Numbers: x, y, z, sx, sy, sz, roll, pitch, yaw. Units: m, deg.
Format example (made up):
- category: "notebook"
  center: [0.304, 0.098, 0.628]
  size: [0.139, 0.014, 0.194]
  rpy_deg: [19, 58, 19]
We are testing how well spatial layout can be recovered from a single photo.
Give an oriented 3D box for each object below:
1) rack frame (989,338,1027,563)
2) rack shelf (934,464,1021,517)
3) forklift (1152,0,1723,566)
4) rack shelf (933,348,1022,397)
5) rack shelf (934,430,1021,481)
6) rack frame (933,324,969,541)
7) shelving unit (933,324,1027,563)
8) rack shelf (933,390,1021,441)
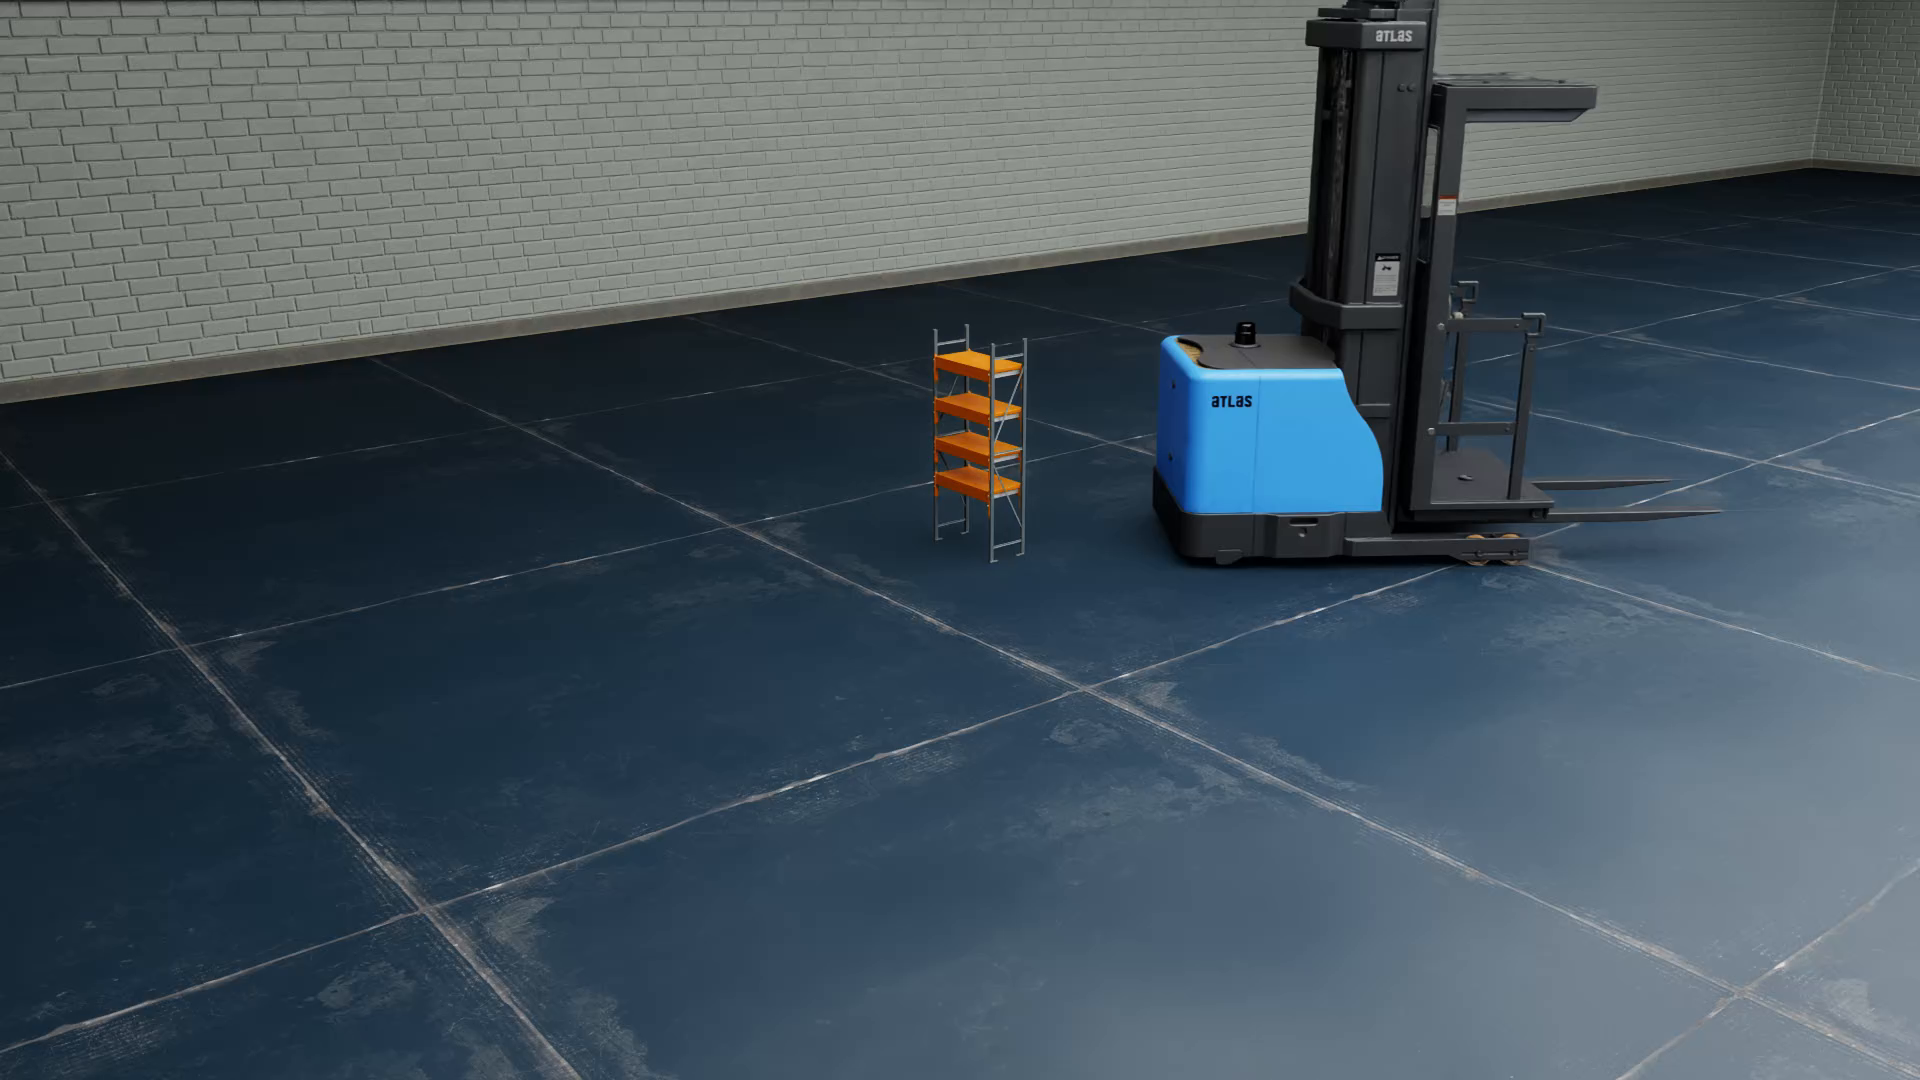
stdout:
- category: "rack frame"
  center: [0.254, -0.469, 8.869]
  size: [0.240, 1.200, 0.015]
  rpy_deg: [-14, 23, -36]
- category: "rack shelf"
  center: [0.103, -0.276, 9.134]
  size: [0.258, 0.148, 0.480]
  rpy_deg: [-14, 23, -36]
- category: "forklift"
  center: [2.663, -1.417, 8.980]
  size: [3.031, 2.935, 1.130]
  rpy_deg: [-1, 18, -3]
- category: "rack shelf"
  center: [0.103, -0.902, 8.927]
  size: [0.258, 0.148, 0.480]
  rpy_deg: [-14, 23, -36]
- category: "rack shelf"
  center: [0.103, -0.465, 9.072]
  size: [0.258, 0.148, 0.480]
  rpy_deg: [-14, 23, -36]
- category: "rack frame"
  center: [-0.049, -0.589, 9.232]
  size: [0.240, 1.200, 0.015]
  rpy_deg: [-14, 23, -36]
- category: "shelving unit"
  center: [0.103, -0.529, 9.051]
  size: [0.258, 1.200, 0.503]
  rpy_deg: [-14, 23, -36]
- category: "rack shelf"
  center: [0.103, -0.677, 9.002]
  size: [0.258, 0.148, 0.480]
  rpy_deg: [-14, 23, -36]
